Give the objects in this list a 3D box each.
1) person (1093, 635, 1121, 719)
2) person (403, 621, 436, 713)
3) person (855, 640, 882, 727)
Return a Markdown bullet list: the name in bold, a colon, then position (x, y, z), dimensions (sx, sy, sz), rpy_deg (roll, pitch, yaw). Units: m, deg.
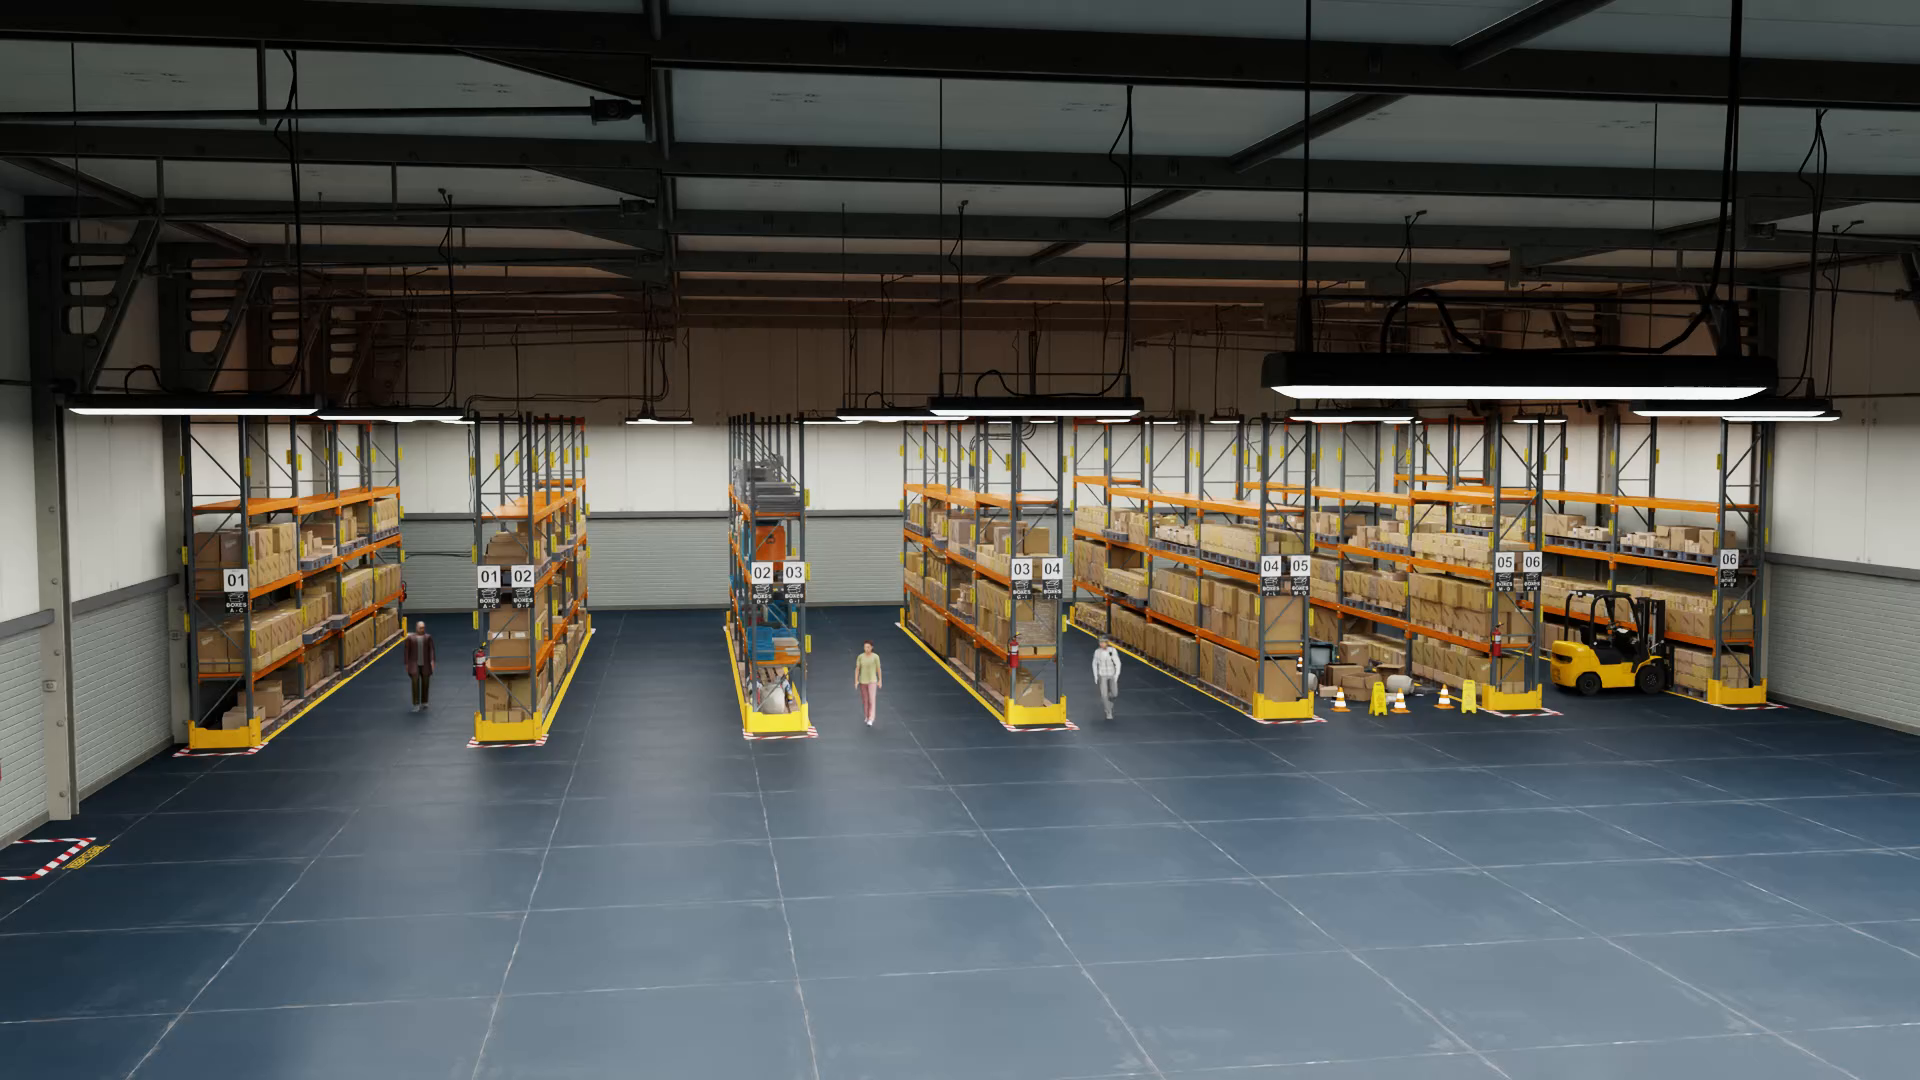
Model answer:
- **person**: position (2.895, 2.680, 32.790), dimensions (0.549, 1.647, 0.575), rpy_deg (0, 4, 4)
- **person**: position (-10.927, 2.566, 33.736), dimensions (0.595, 1.793, 0.775), rpy_deg (-2, 4, -30)
- **person**: position (-1.790, 2.736, 31.838), dimensions (0.470, 1.623, 0.937), rpy_deg (1, 4, 15)
